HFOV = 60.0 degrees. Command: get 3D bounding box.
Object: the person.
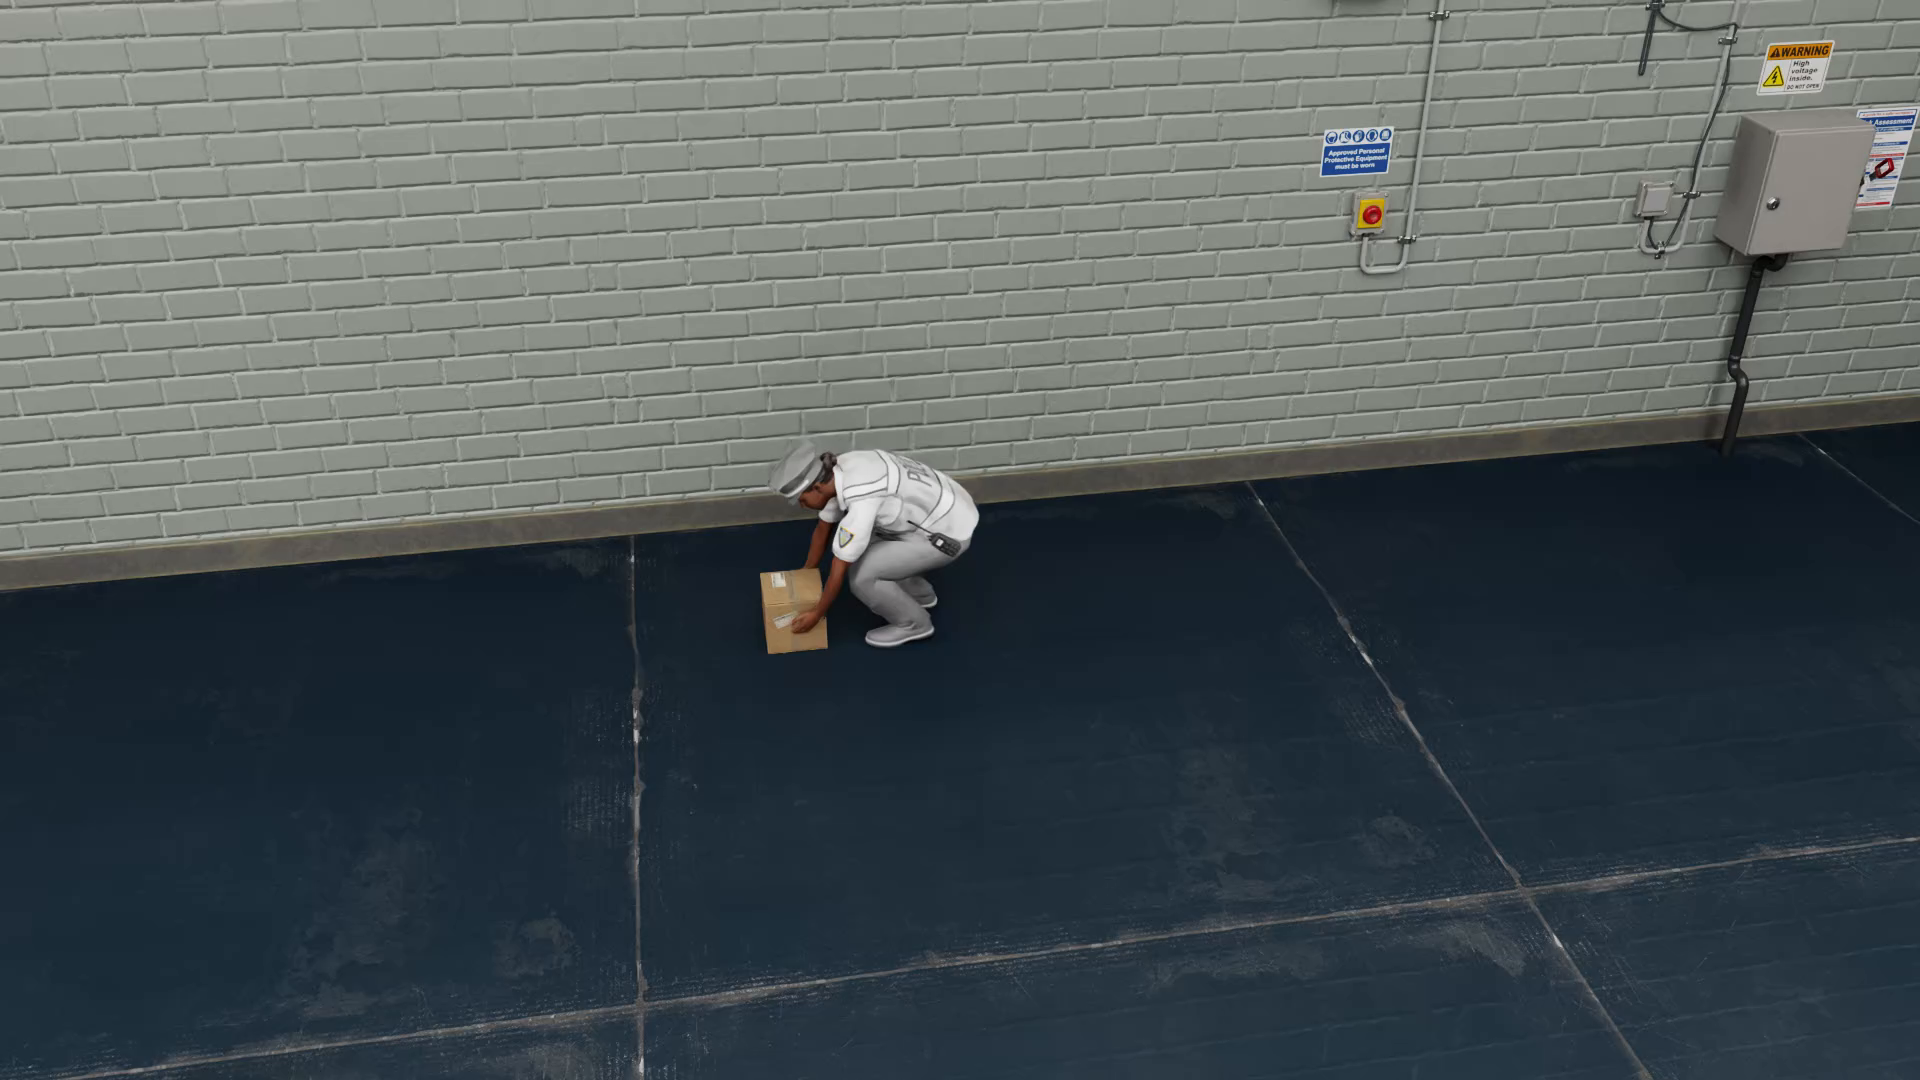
[{"bbox_3d":[-0.352,-0.015,6.880,0.862,0.930,0.482,-5,31,-9],"label":"person"}]
